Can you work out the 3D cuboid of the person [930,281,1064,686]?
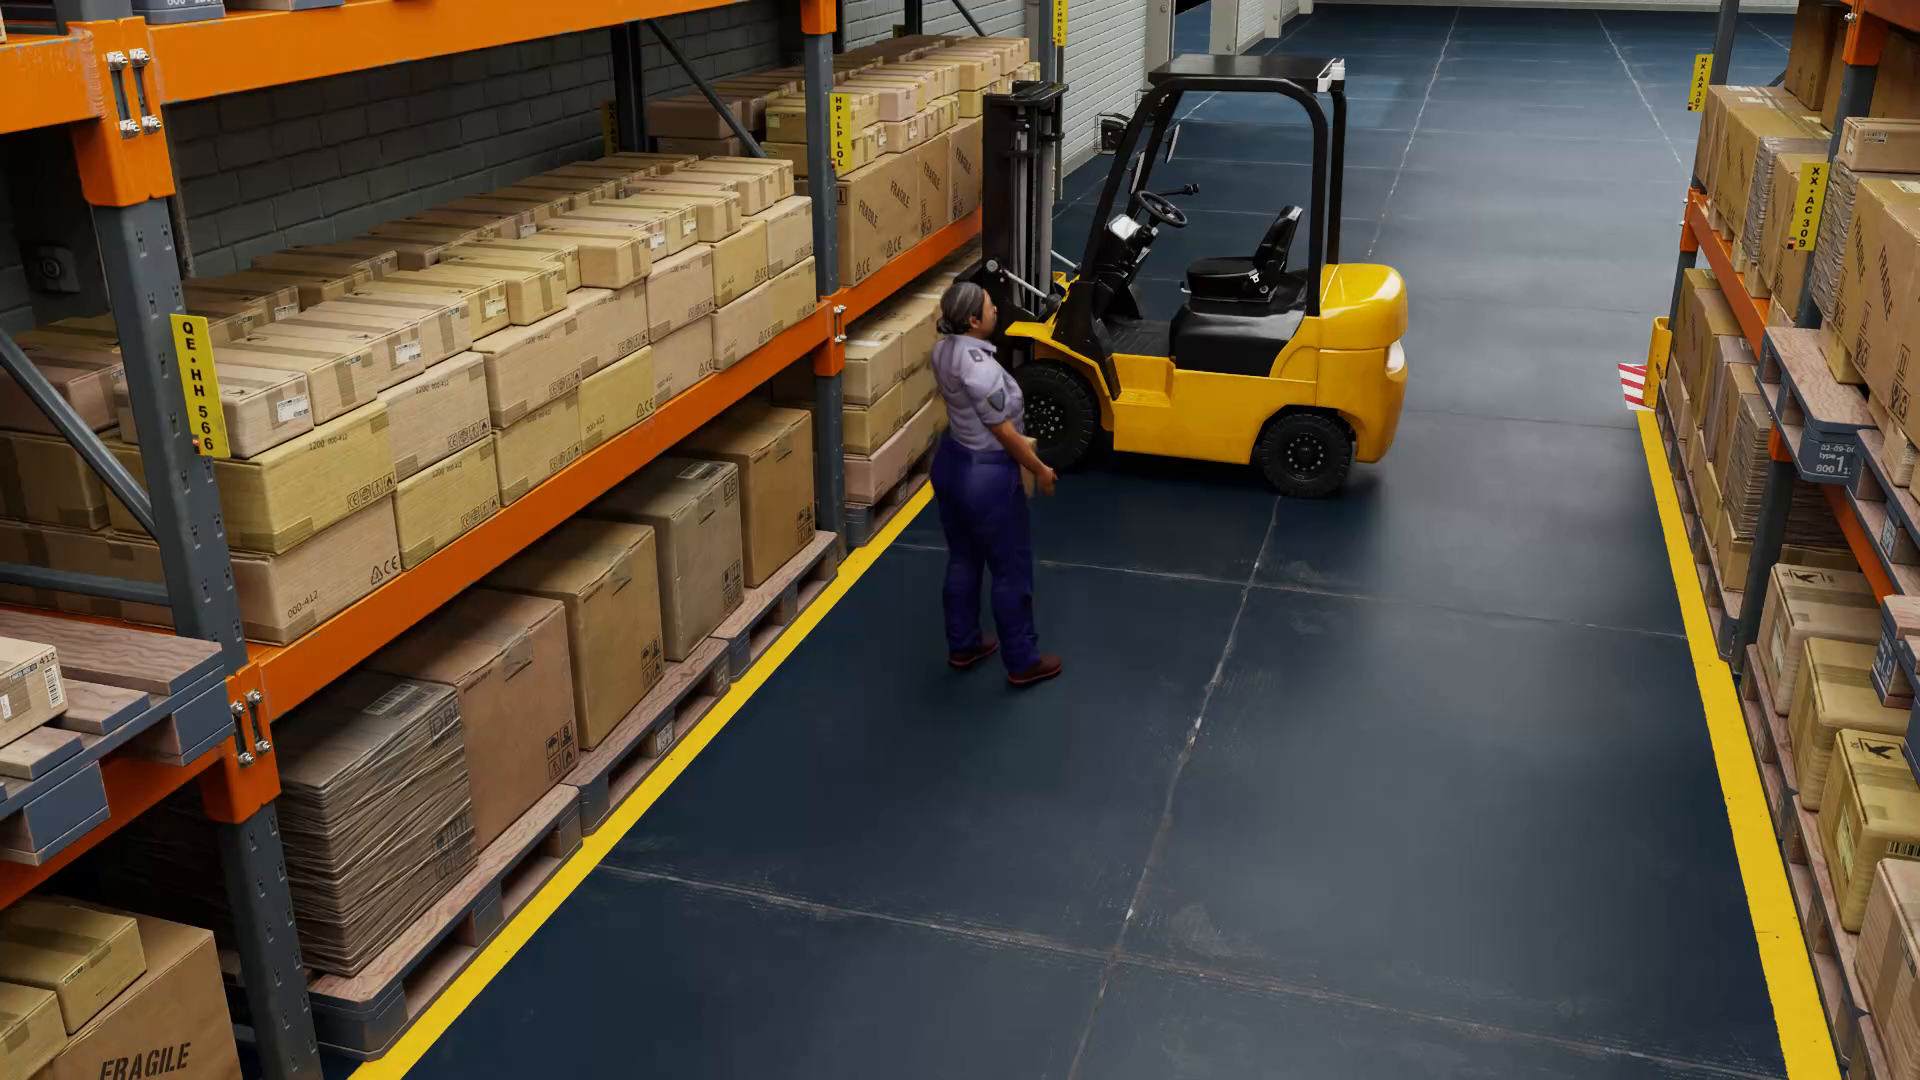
[{"bbox_3d":[0.141,-0.240,6.680,0.495,1.649,0.518,-11,25,-25],"label":"person"}]
